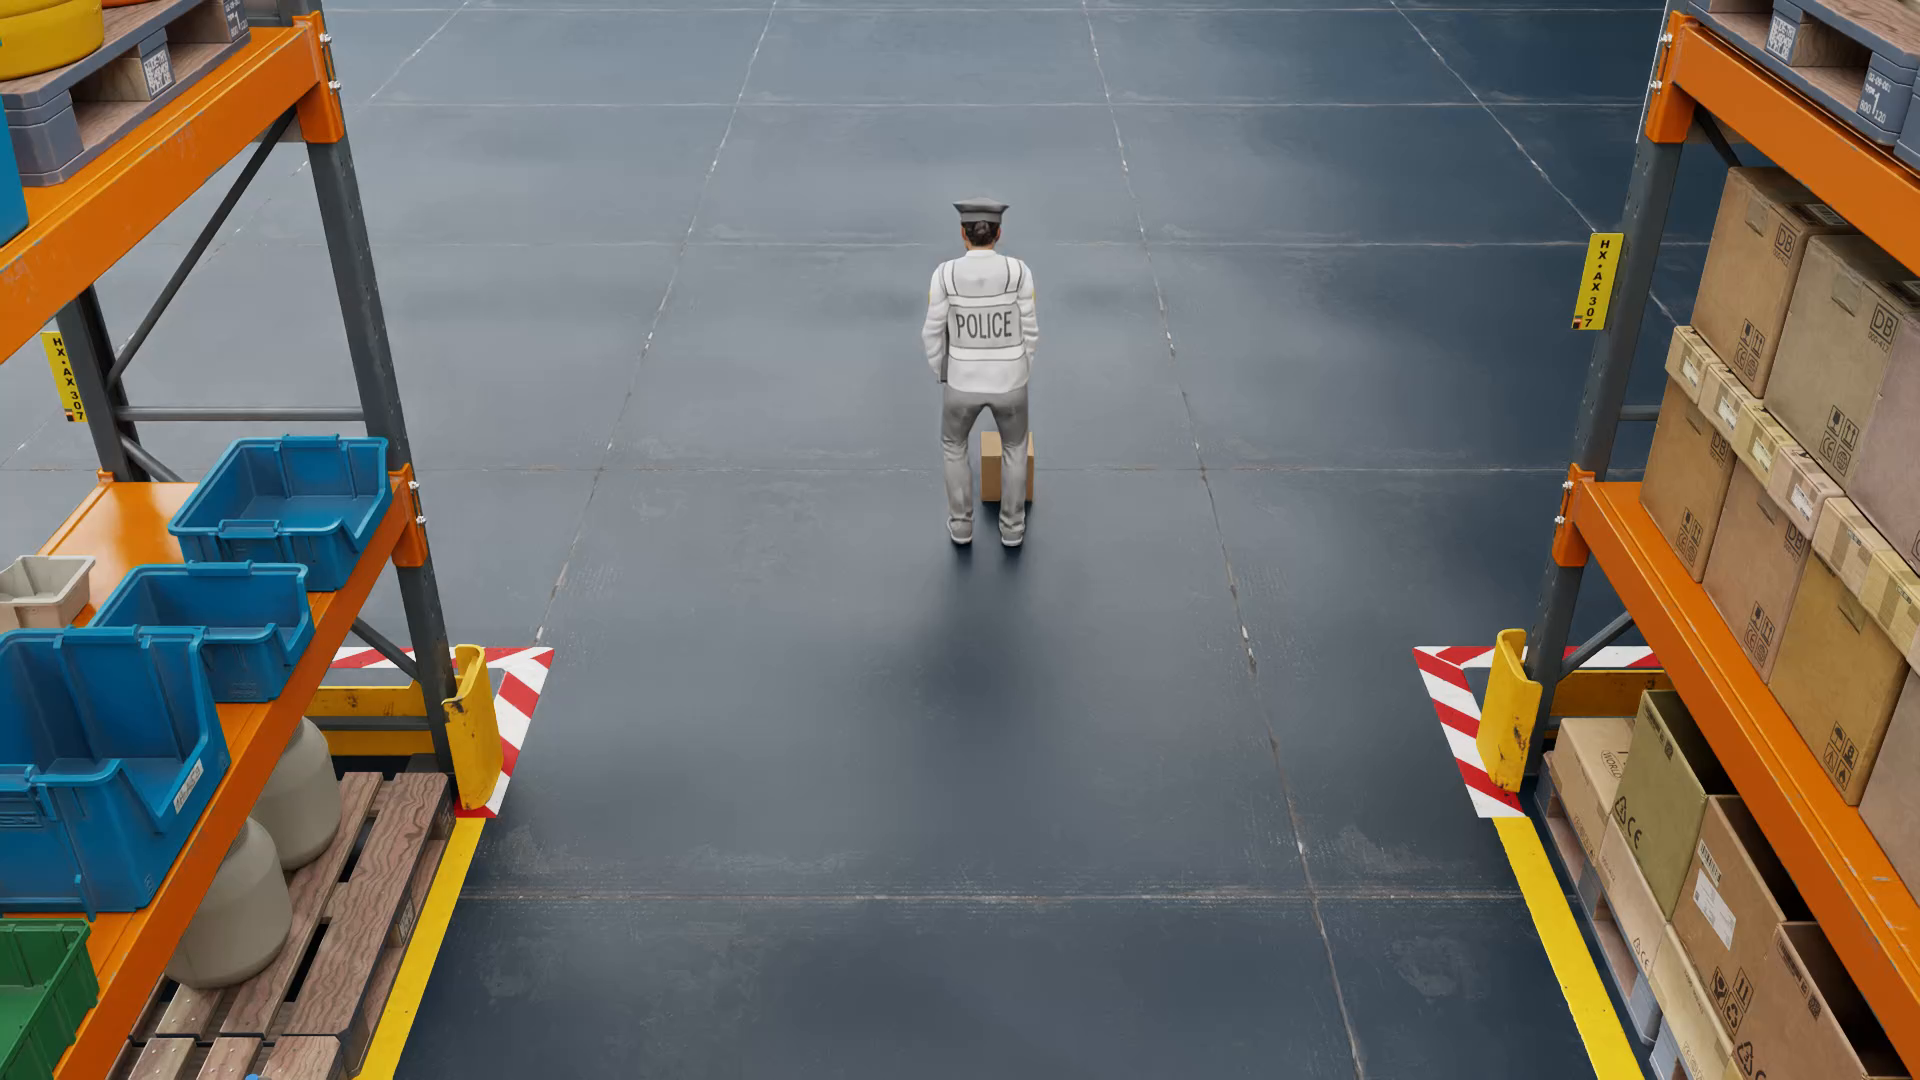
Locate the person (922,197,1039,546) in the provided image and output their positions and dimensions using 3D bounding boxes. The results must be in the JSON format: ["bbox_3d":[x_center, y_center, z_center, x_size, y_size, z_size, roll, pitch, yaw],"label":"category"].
[{"bbox_3d":[0.089,-0.718,7.367,0.508,1.605,0.485,1,32,1],"label":"person"}]
